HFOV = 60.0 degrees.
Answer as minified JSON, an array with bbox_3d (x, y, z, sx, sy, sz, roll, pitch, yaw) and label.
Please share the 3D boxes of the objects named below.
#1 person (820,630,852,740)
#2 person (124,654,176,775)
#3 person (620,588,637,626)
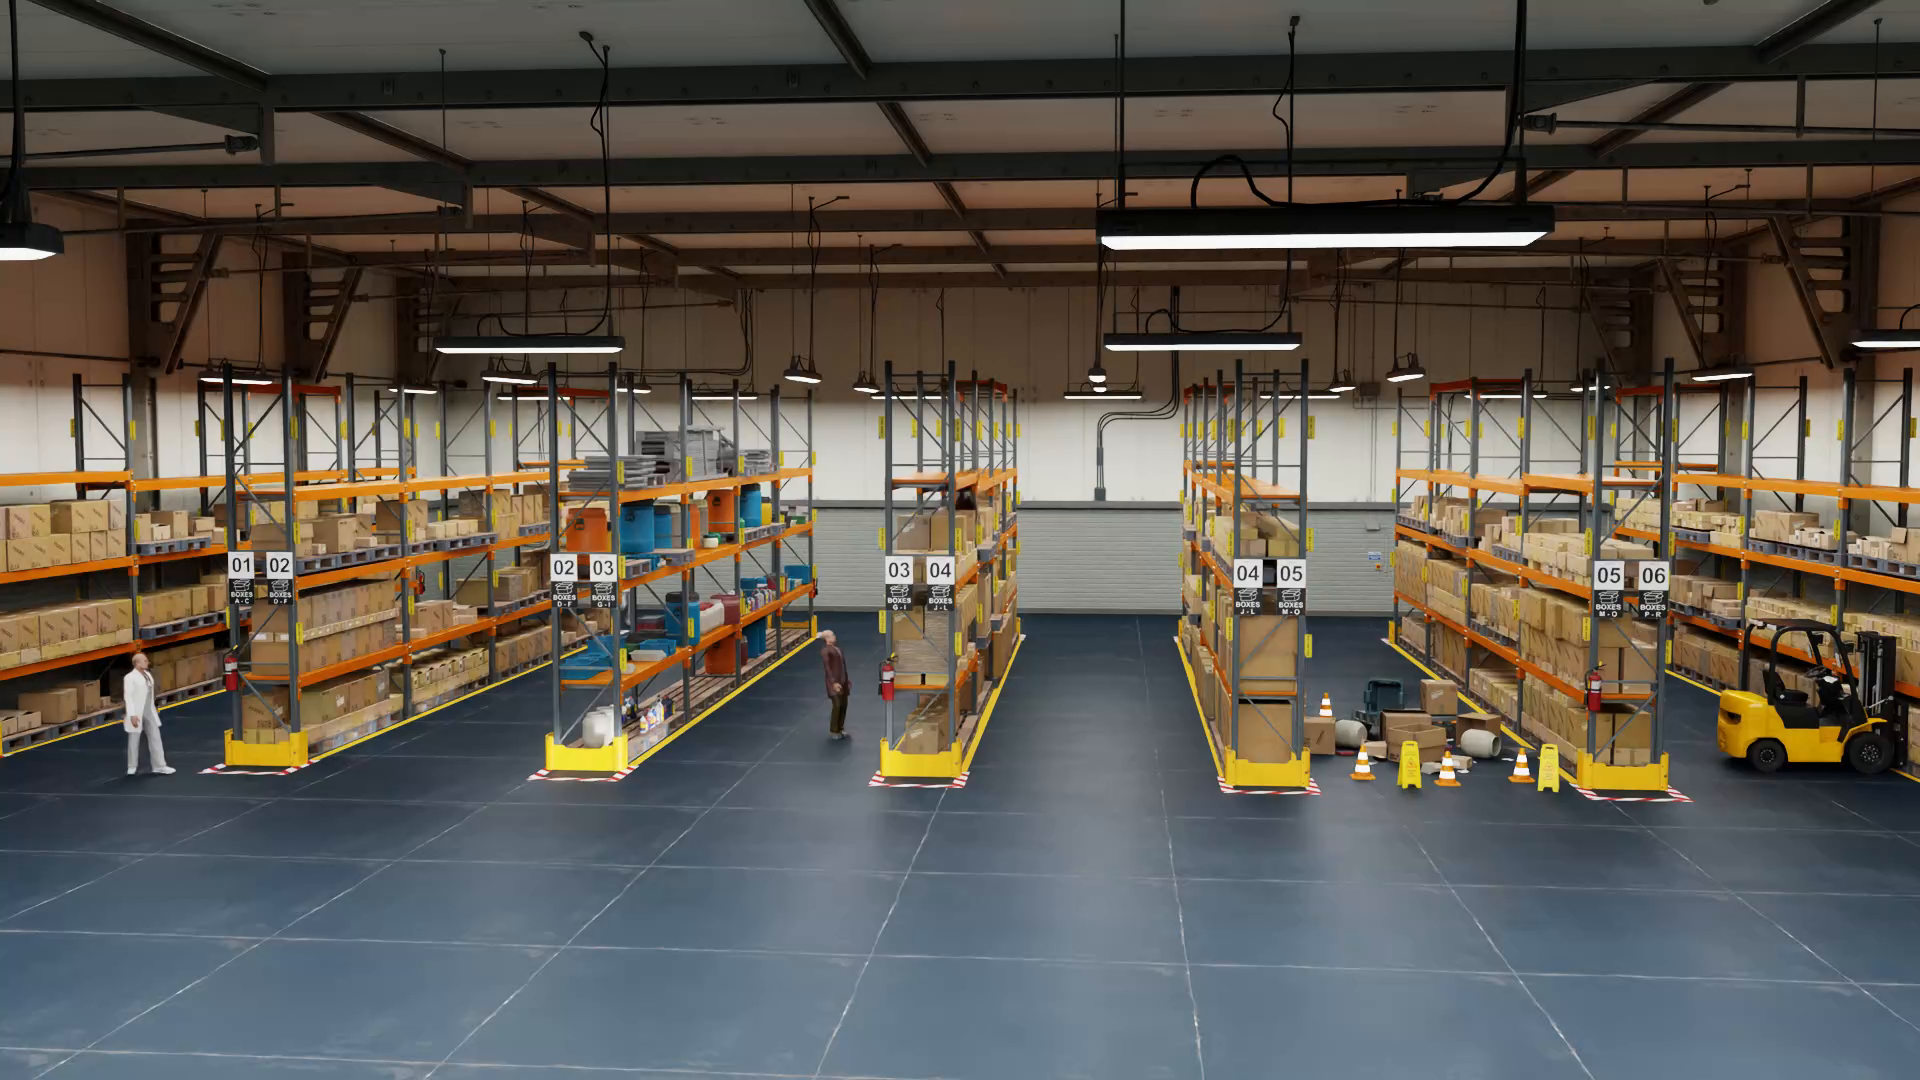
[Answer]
[{"bbox_3d":[-1.996,2.416,27.237,0.523,1.749,0.606,3,5,34],"label":"person"},{"bbox_3d":[-11.853,2.531,24.134,0.699,1.766,0.602,2,4,27],"label":"person"},{"bbox_3d":[-8.537,1.309,42.488,0.551,1.761,0.517,-3,5,-43],"label":"person"}]
